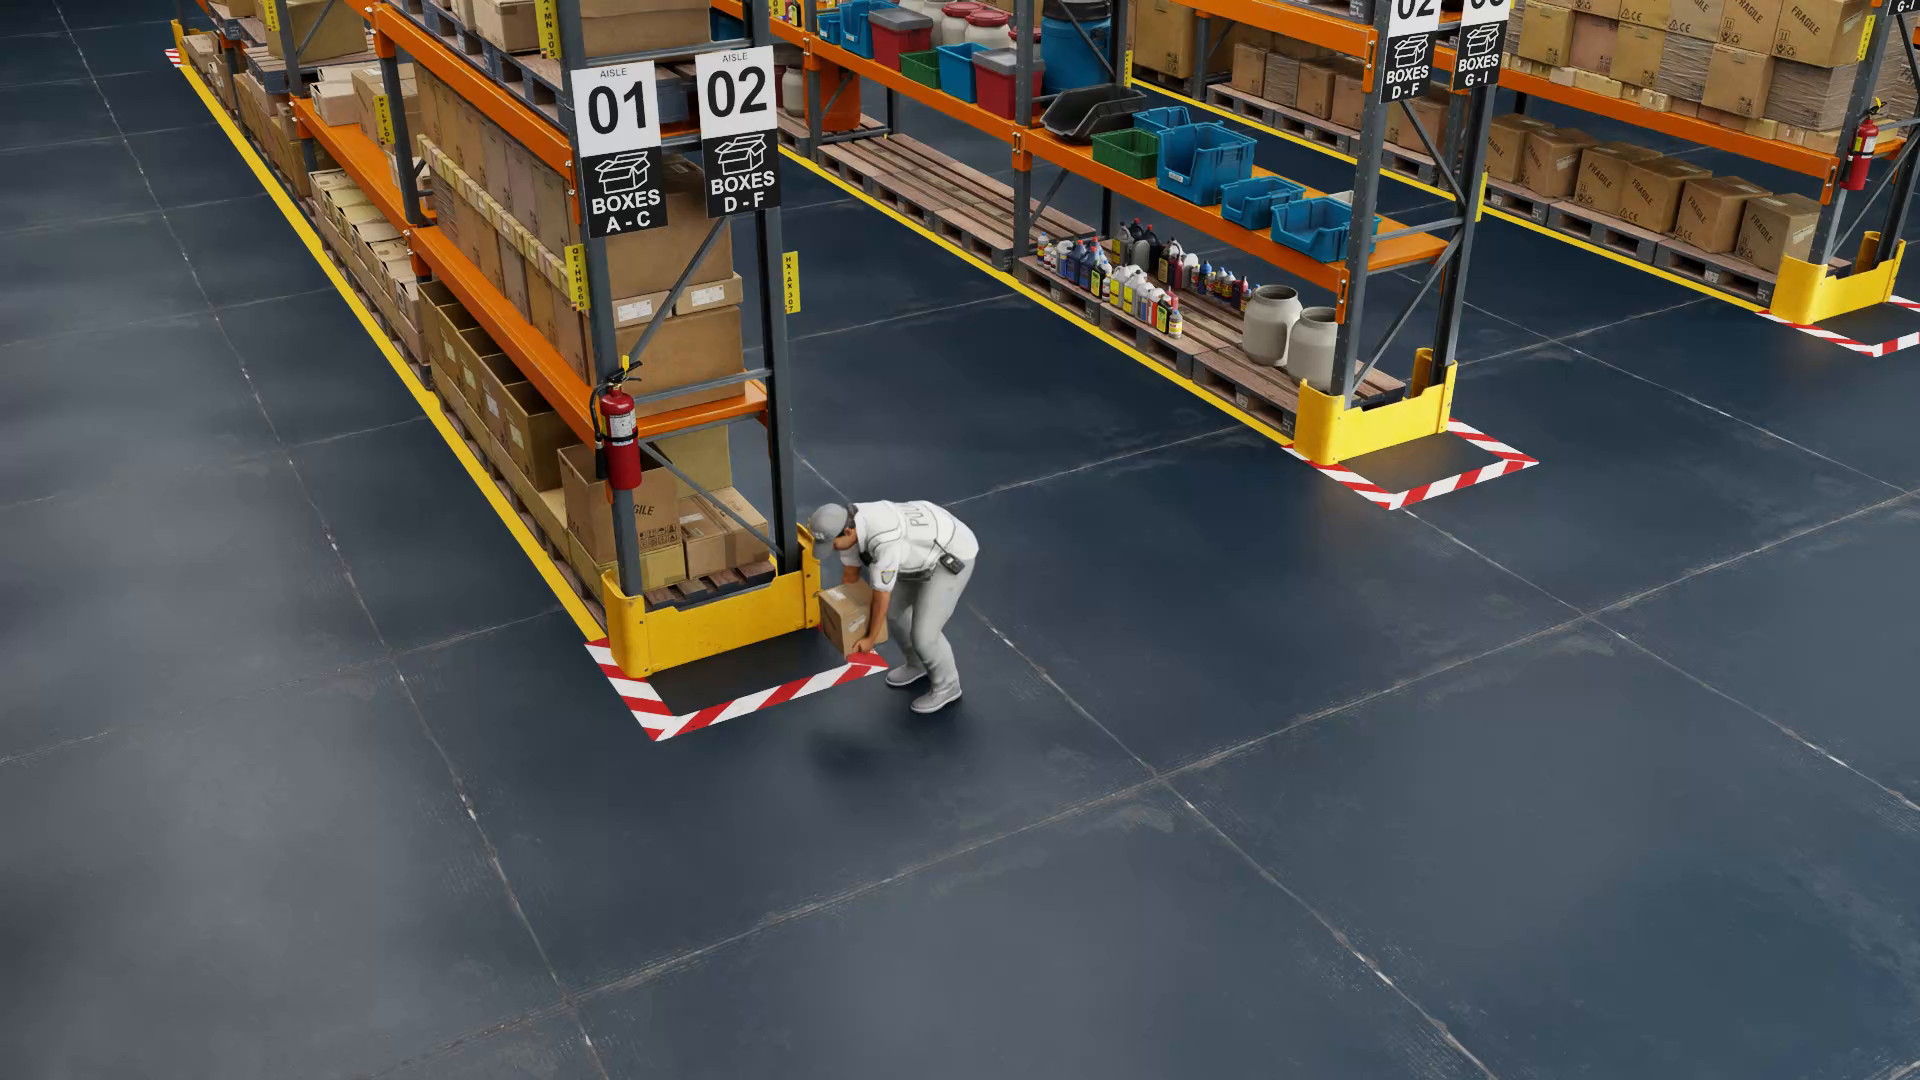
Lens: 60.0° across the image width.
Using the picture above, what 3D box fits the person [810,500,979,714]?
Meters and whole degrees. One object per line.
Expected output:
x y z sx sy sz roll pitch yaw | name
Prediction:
-0.341 0.295 8.450 0.893 1.257 0.477 -17 33 -28 | person
